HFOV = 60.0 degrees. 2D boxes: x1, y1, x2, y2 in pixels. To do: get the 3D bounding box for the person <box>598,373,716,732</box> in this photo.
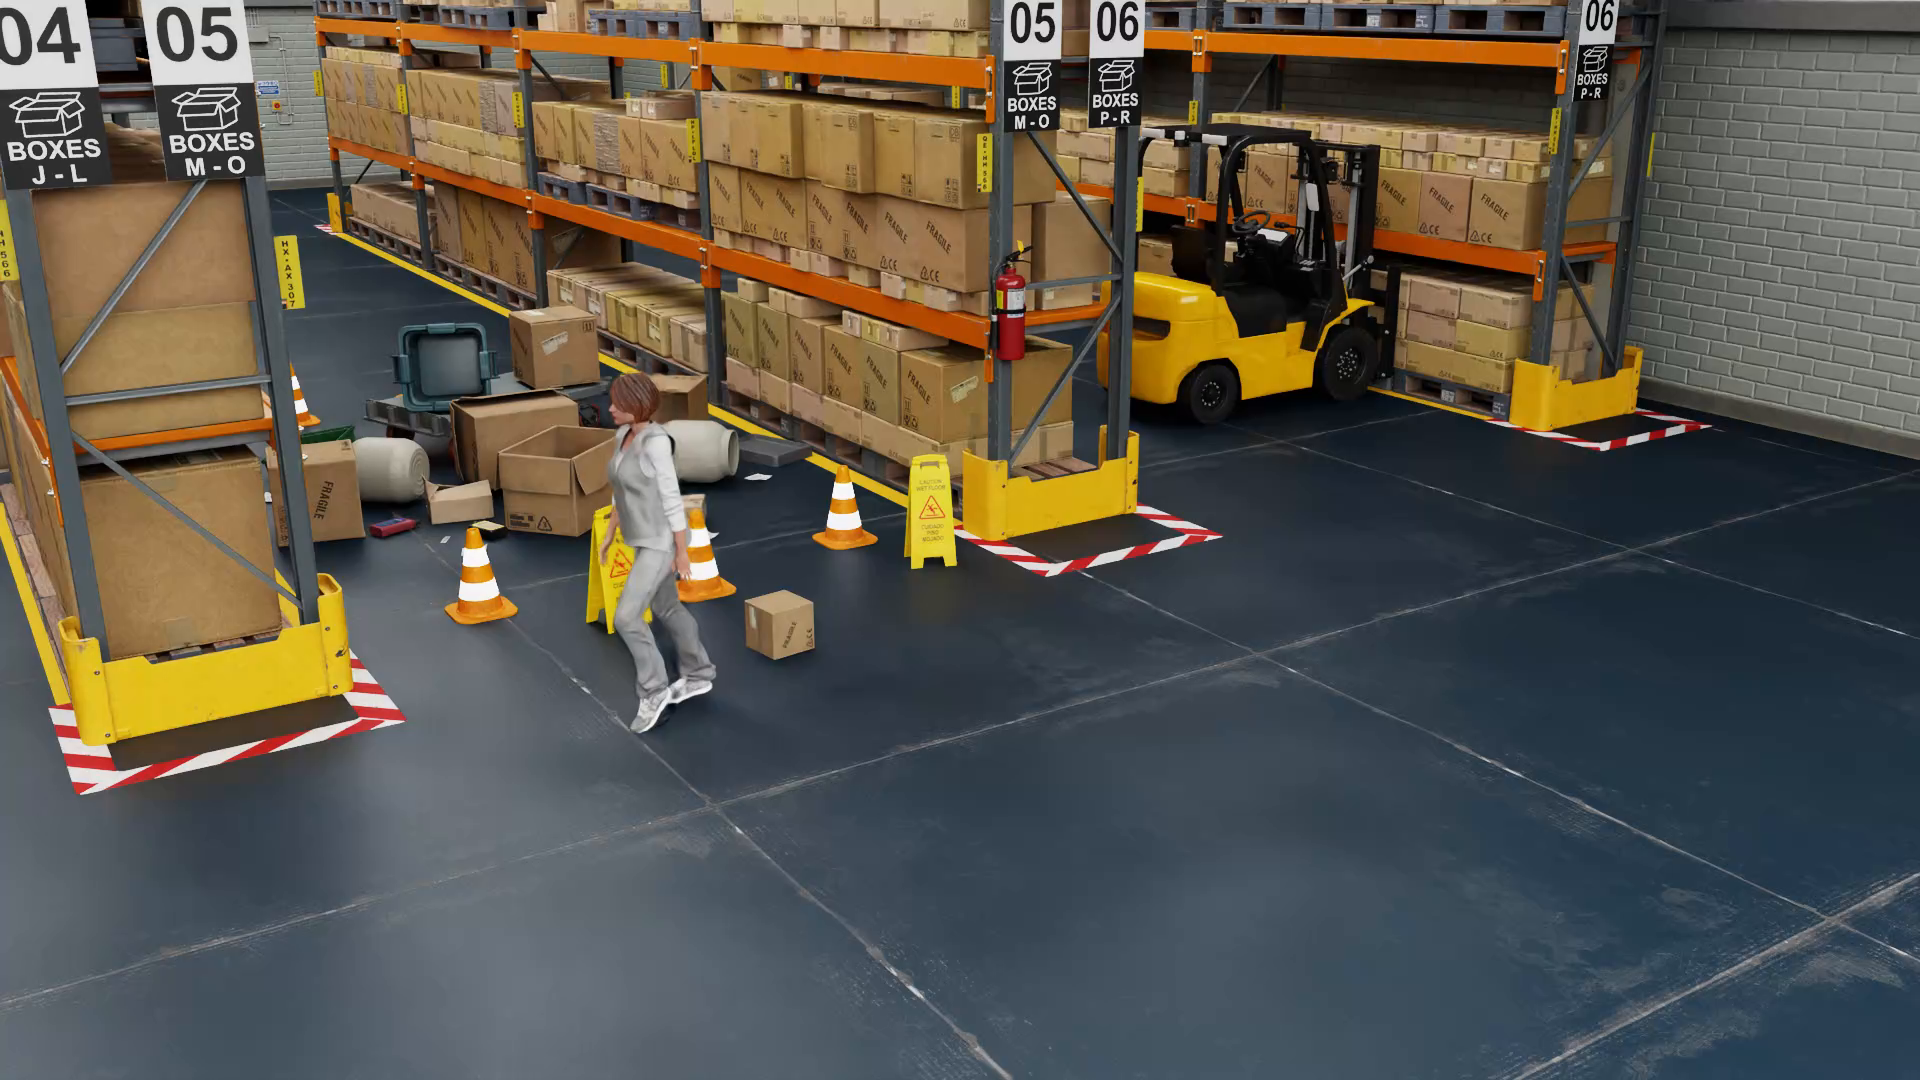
[{"bbox_3d":[-1.355,0.045,7.457,0.527,1.636,0.450,-10,21,-28],"label":"person"}]
